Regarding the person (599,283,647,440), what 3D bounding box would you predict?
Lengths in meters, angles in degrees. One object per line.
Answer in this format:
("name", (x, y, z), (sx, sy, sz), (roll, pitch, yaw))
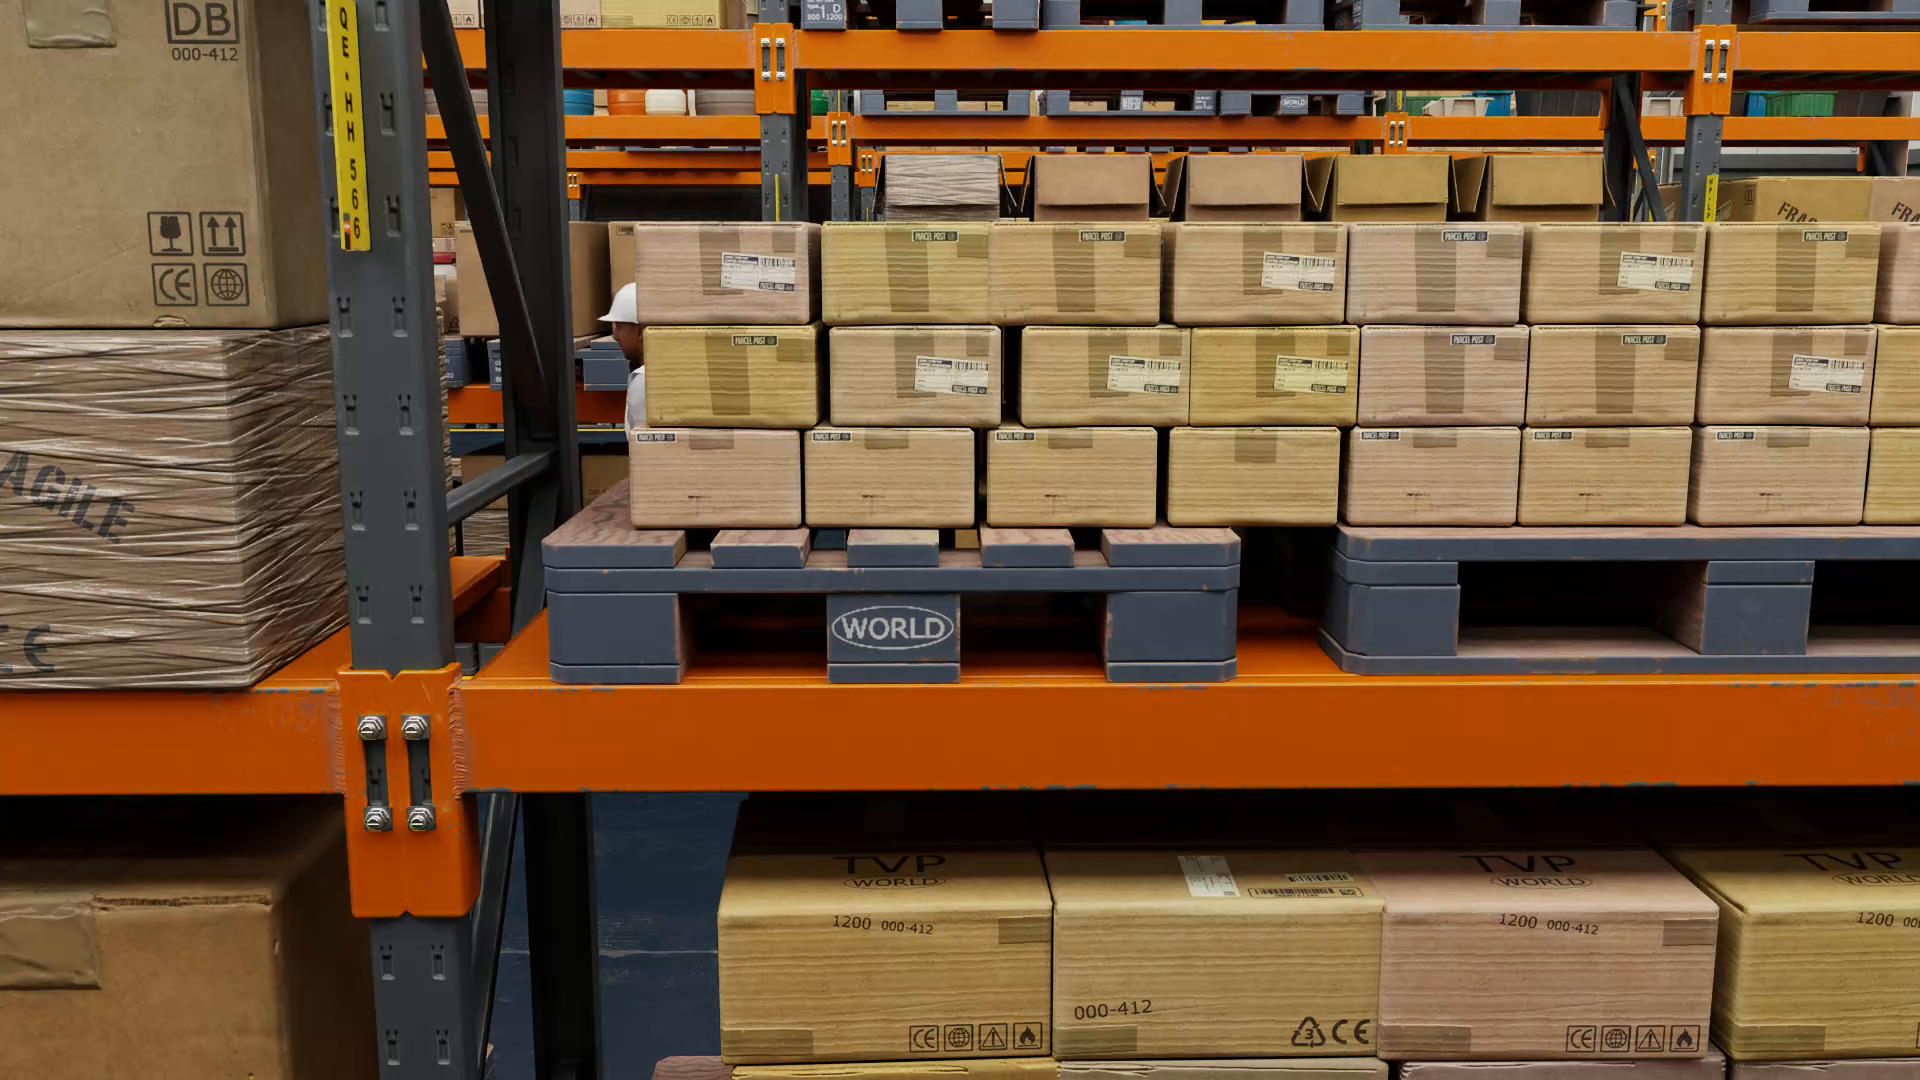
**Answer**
("person", (-1.128, -0.090, 6.377), (0.446, 1.775, 0.619), (2, 10, 9))
